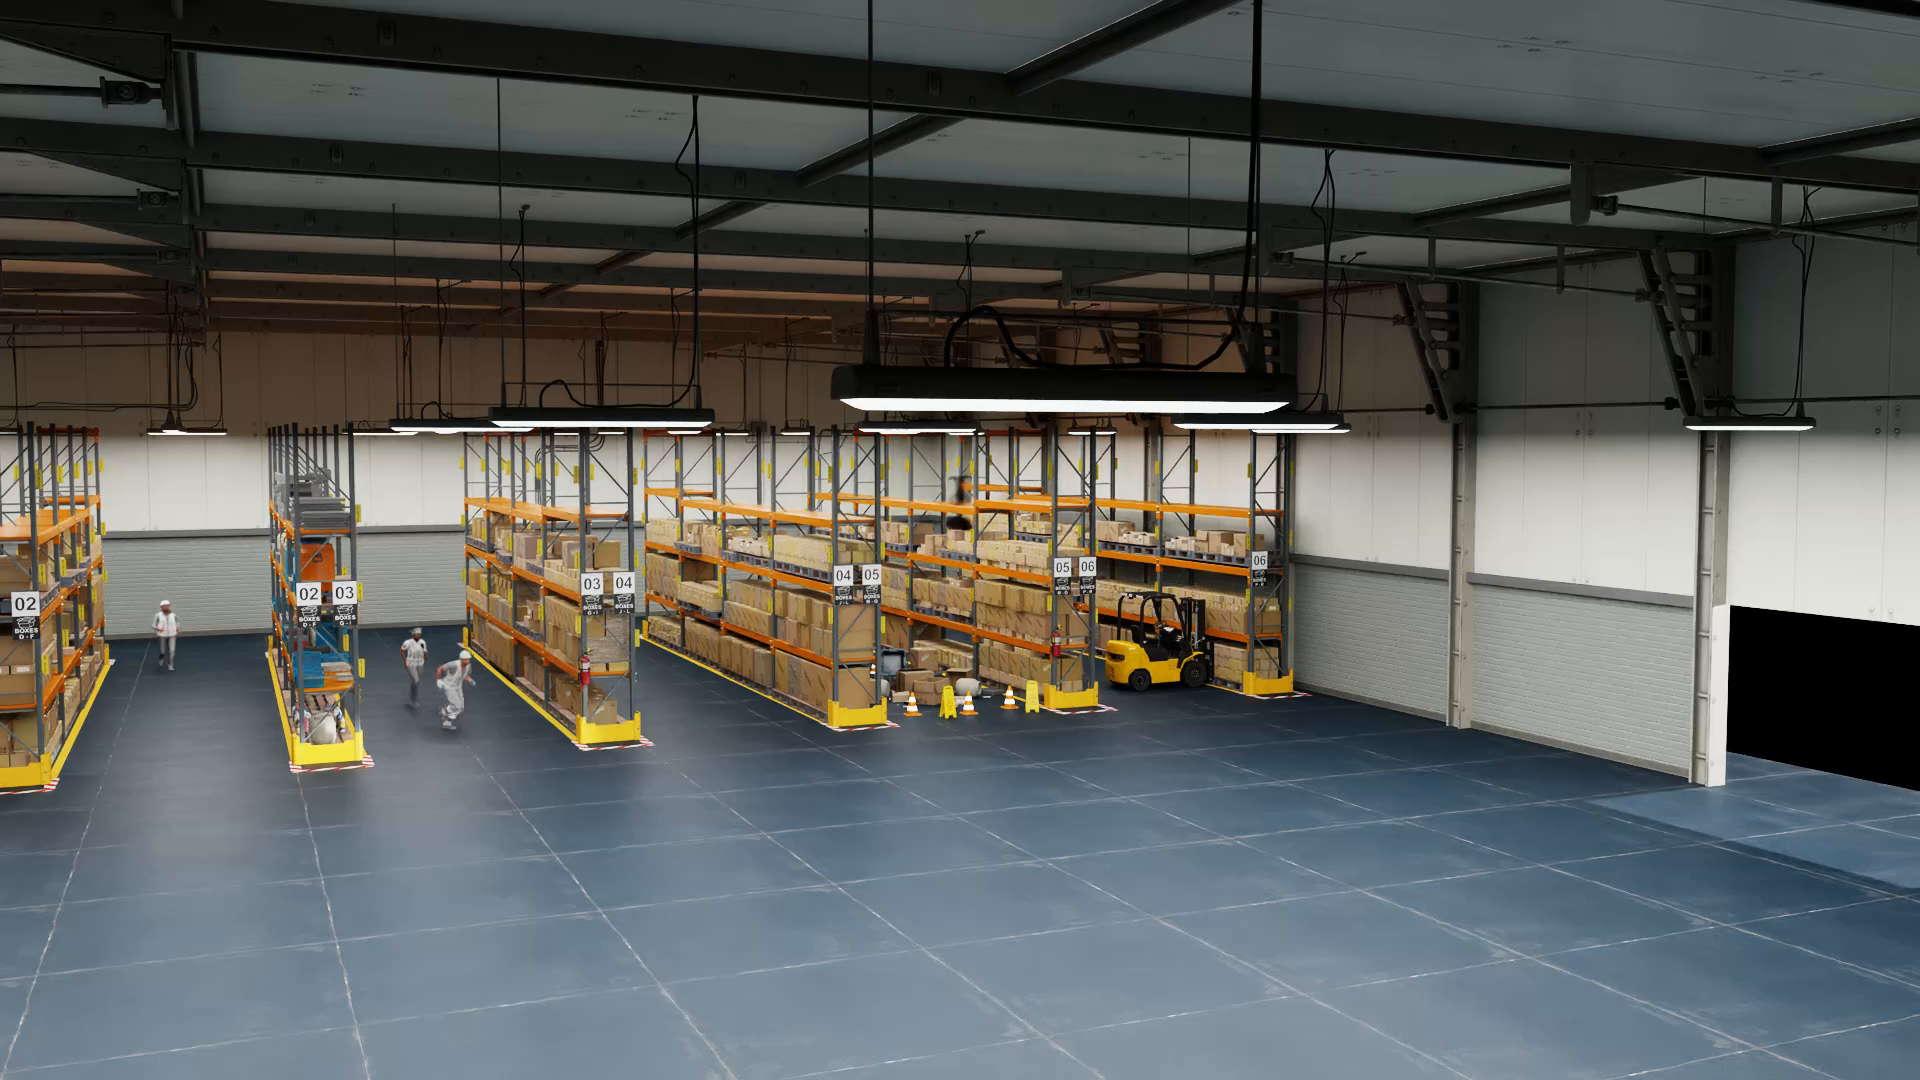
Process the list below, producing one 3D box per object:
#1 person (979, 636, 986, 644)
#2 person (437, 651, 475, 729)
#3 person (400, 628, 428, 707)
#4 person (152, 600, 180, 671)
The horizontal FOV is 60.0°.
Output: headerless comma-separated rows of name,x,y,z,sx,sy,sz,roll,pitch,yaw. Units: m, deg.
person,0.770,2.235,43.490,0.579,1.693,0.846,-1,4,-22
person,-9.887,2.944,32.550,0.826,1.590,0.693,2,4,30
person,-11.681,2.733,35.658,0.833,1.735,0.506,3,5,44
person,-19.567,2.353,41.026,0.669,1.733,0.760,-3,4,-36
